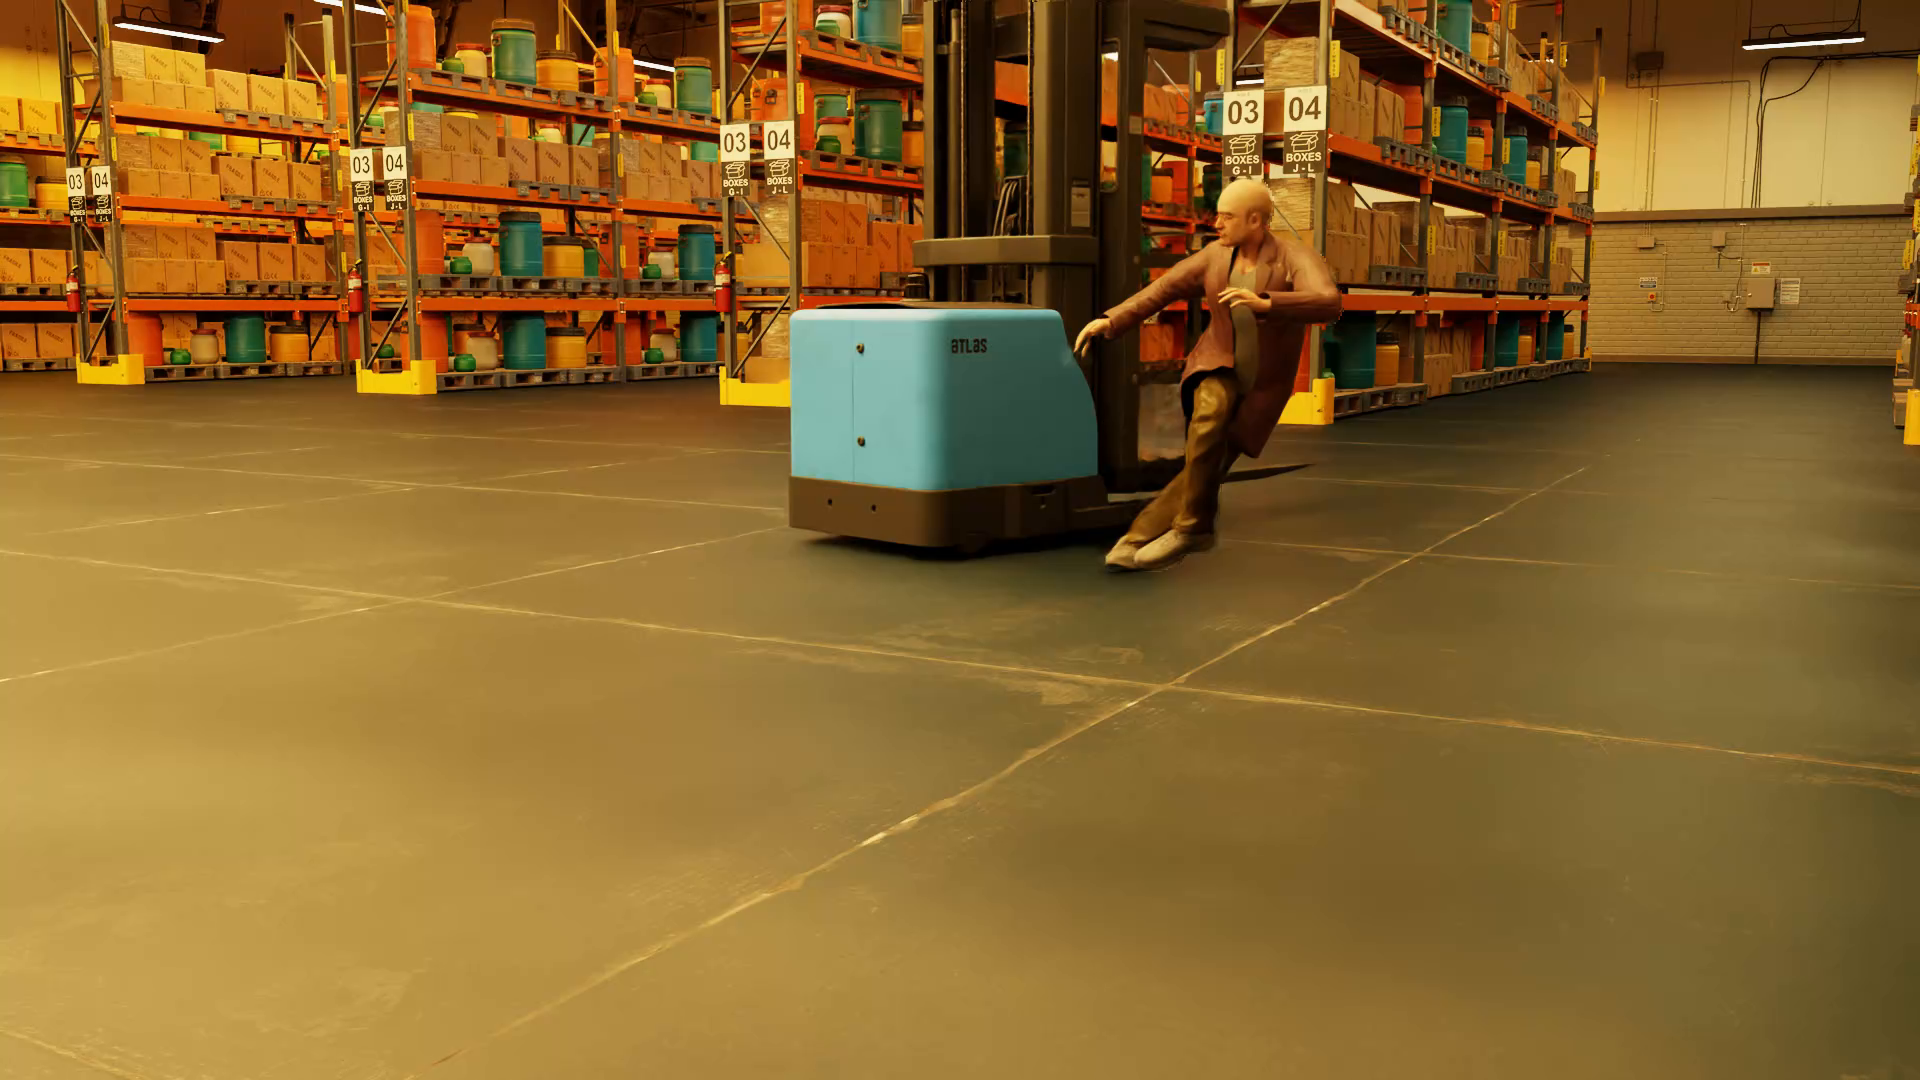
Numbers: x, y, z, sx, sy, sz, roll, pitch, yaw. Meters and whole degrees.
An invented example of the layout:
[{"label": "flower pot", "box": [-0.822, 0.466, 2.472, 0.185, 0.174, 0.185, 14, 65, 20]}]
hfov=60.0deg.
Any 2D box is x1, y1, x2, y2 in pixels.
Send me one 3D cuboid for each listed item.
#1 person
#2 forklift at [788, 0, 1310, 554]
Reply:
[{"label": "person", "box": [0.951, -0.606, 6.469, 1.043, 1.554, 0.929, 2, 8, 15]}, {"label": "forklift", "box": [0.615, -1.539, 8.242, 3.031, 2.935, 1.130, -7, 11, -43]}]
